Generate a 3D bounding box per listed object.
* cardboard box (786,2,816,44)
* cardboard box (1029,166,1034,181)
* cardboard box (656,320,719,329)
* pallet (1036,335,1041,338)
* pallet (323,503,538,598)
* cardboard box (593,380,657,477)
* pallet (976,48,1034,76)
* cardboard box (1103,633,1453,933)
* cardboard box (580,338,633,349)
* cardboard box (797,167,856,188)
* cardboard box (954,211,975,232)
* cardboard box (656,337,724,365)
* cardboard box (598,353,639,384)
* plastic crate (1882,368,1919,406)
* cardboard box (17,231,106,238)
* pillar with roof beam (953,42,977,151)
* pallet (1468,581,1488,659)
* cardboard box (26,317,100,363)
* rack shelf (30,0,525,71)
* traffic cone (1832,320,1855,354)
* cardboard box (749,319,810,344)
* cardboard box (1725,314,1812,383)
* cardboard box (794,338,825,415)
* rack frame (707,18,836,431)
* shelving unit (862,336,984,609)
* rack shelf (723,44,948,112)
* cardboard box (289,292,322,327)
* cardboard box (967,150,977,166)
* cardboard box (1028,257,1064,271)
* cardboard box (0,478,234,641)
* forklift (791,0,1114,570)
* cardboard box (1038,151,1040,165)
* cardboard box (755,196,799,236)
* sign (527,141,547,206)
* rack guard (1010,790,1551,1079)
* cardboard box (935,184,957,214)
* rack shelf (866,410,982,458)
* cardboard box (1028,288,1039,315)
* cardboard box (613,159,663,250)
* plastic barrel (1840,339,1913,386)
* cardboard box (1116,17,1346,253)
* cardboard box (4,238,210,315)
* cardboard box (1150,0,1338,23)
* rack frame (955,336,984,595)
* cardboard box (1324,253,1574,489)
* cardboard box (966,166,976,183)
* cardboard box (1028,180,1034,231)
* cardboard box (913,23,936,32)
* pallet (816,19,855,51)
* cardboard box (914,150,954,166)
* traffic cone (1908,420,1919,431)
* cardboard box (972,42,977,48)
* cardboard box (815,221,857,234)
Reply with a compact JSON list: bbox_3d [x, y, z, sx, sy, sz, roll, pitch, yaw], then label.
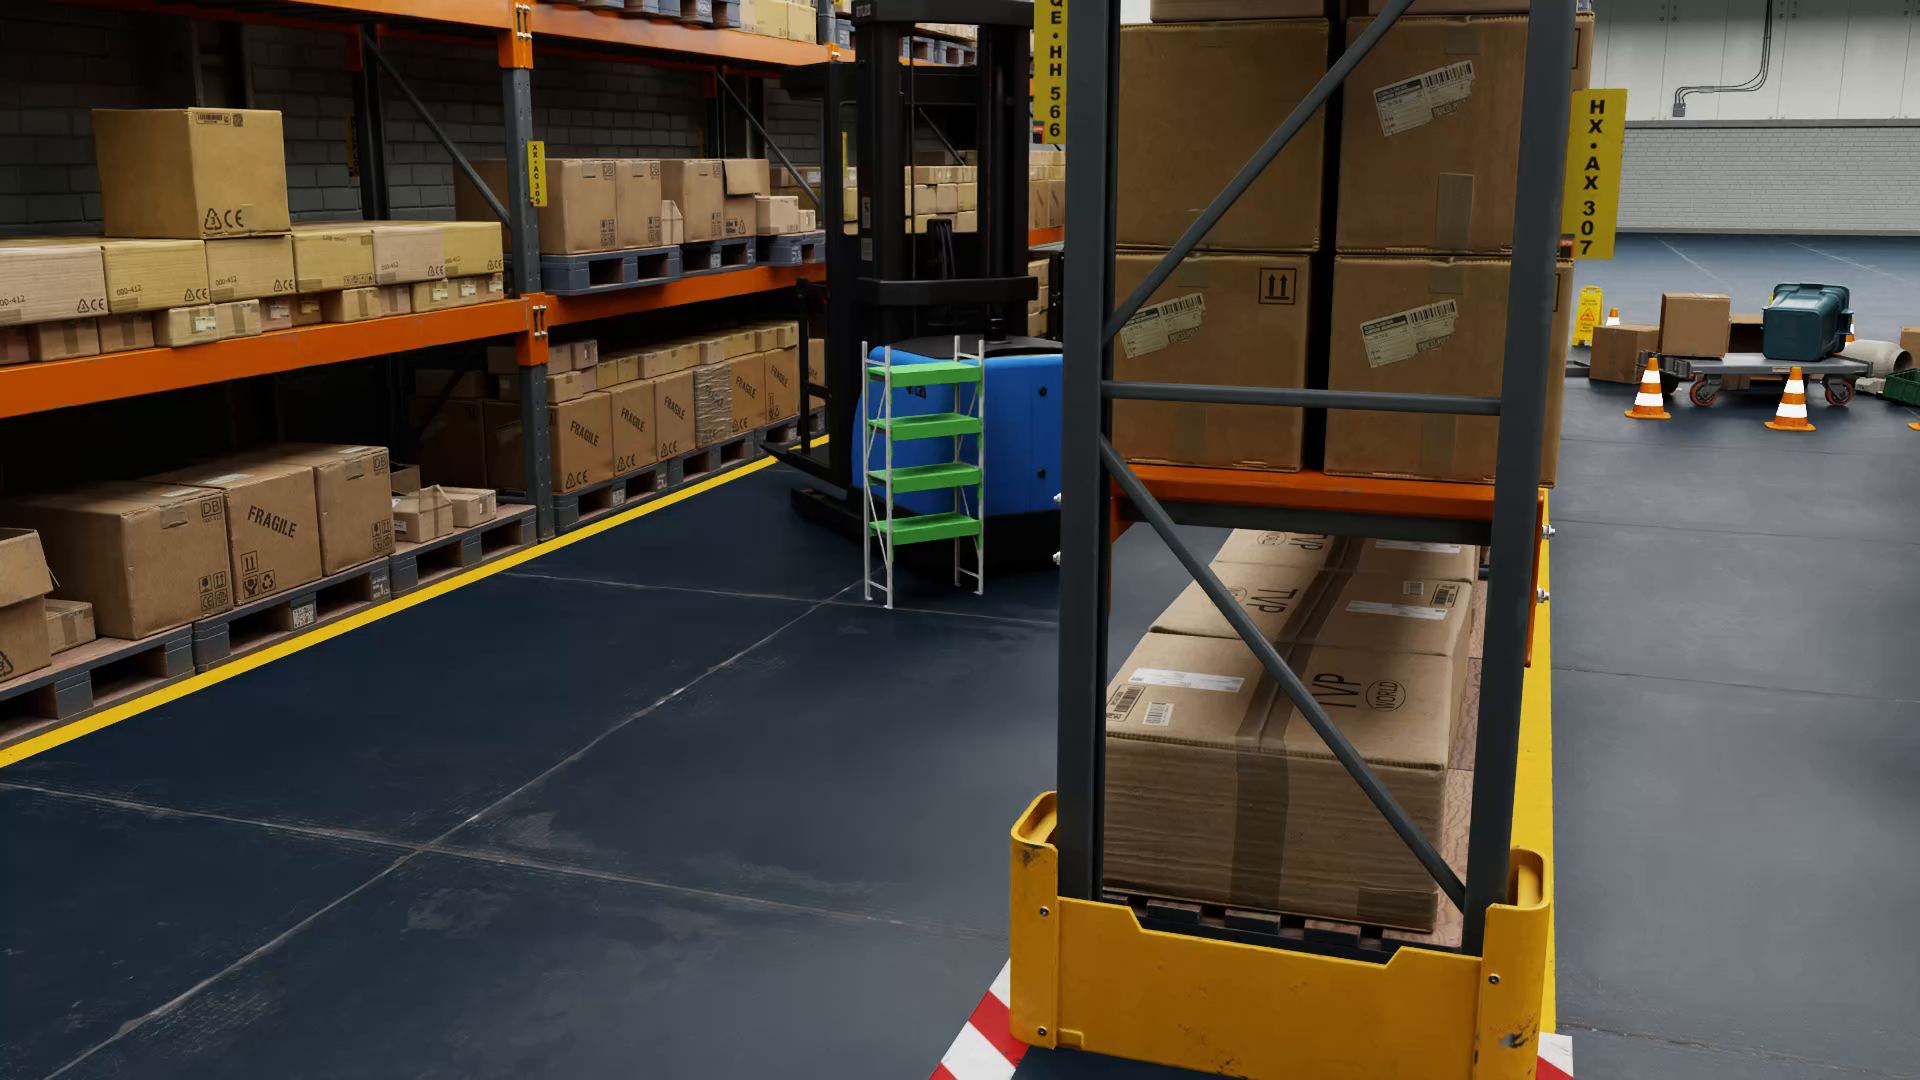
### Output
[{"bbox_3d":[-1.330,-3.600,11.615,0.500,0.250,0.500,4,13,17],"label":"cardboard box"},{"bbox_3d":[0.543,-3.750,16.993,0.380,0.149,0.250,5,14,20],"label":"cardboard box"},{"bbox_3d":[-1.969,-1.497,12.022,0.380,0.149,0.250,5,14,20],"label":"cardboard box"},{"bbox_3d":[0.197,-1.983,17.203,1.003,0.211,1.213,4,14,18],"label":"pallet"},{"bbox_3d":[-2.911,0.010,8.470,1.003,0.211,1.213,4,14,18],"label":"pallet"},{"bbox_3d":[-2.156,-0.678,9.893,0.500,0.500,0.500,4,14,18],"label":"cardboard box"},{"bbox_3d":[0.152,-4.779,16.643,1.003,0.211,1.213,4,14,18],"label":"pallet"},{"bbox_3d":[0.834,0.603,4.419,0.875,0.438,0.875,4,13,16],"label":"cardboard box"},{"bbox_3d":[-2.353,-1.221,10.813,0.380,0.149,0.250,4,13,16],"label":"cardboard box"},{"bbox_3d":[-1.012,-2.747,12.600,0.380,0.149,0.250,5,14,20],"label":"cardboard box"},{"bbox_3d":[-0.173,-2.874,15.176,0.500,0.250,0.500,4,14,18],"label":"cardboard box"},{"bbox_3d":[-1.770,-1.239,10.892,0.380,0.149,0.250,4,13,16],"label":"cardboard box"},{"bbox_3d":[-2.156,-1.030,9.976,0.380,0.149,0.250,4,13,17],"label":"cardboard box"},{"bbox_3d":[8.131,-1.275,14.022,0.662,0.188,0.450,-11,27,-40],"label":"plastic crate"},{"bbox_3d":[-3.583,-1.162,7.007,0.500,0.250,0.500,4,14,18],"label":"cardboard box"},{"bbox_3d":[4.190,-6.554,17.479,9.100,9.000,0.400,4,14,18],"label":"pillar with roof beam"},{"bbox_3d":[1.690,0.377,6.864,1.003,0.211,1.213,4,14,18],"label":"pallet"},{"bbox_3d":[-3.386,-0.742,6.064,0.380,0.149,0.250,5,14,20],"label":"cardboard box"},{"bbox_3d":[-3.335,-2.185,6.694,1.077,0.370,4.000,4,14,18],"label":"rack shelf"},{"bbox_3d":[9.093,-2.083,17.072,0.336,0.463,0.334,4,14,18],"label":"traffic cone"},{"bbox_3d":[-1.314,-1.516,12.106,0.380,0.149,0.250,4,13,16],"label":"cardboard box"},{"bbox_3d":[7.425,-1.763,15.278,0.797,0.637,0.503,4,14,18],"label":"cardboard box"},{"bbox_3d":[-1.327,-1.218,12.256,0.500,0.500,0.500,5,14,20],"label":"cardboard box"},{"bbox_3d":[-1.394,-2.336,12.482,1.000,3.000,0.127,4,14,18],"label":"rack frame"},{"bbox_3d":[-0.167,-0.320,7.691,0.503,1.200,0.258,-8,15,-30],"label":"shelving unit"},{"bbox_3d":[-0.747,-3.869,14.074,1.077,0.370,4.000,4,14,18],"label":"rack shelf"},{"bbox_3d":[-3.033,-1.018,7.271,0.380,0.149,0.250,5,14,19],"label":"cardboard box"},{"bbox_3d":[0.284,-3.734,16.256,0.380,0.149,0.250,5,14,20],"label":"cardboard box"},{"bbox_3d":[0.856,-2.932,18.080,0.500,0.250,0.500,4,13,17],"label":"cardboard box"},{"bbox_3d":[-3.381,0.063,6.645,0.700,0.500,0.500,5,14,21],"label":"cardboard box"},{"bbox_3d":[-0.321,-1.564,9.256,1.130,2.935,3.031,-6,14,-26],"label":"forklift"},{"bbox_3d":[0.626,-4.011,17.470,0.380,0.149,0.250,4,14,18],"label":"cardboard box"},{"bbox_3d":[-1.429,-2.222,11.377,0.500,0.250,0.500,4,13,16],"label":"cardboard box"},{"bbox_3d":[-2.172,-1.879,8.532,0.100,0.325,0.005,4,14,18],"label":"sign"},{"bbox_3d":[0.708,0.929,3.796,1.175,0.500,0.348,4,14,18],"label":"rack guard"},{"bbox_3d":[-0.347,-3.011,14.653,0.500,0.250,0.500,5,14,20],"label":"cardboard box"},{"bbox_3d":[-0.167,-0.491,7.652,0.480,0.148,0.258,-8,15,-30],"label":"rack shelf"},{"bbox_3d":[0.510,-2.472,17.190,0.500,0.250,0.500,4,14,18],"label":"cardboard box"},{"bbox_3d":[-2.152,-1.942,9.588,0.700,0.500,0.500,5,14,19],"label":"cardboard box"},{"bbox_3d":[8.230,-1.580,14.959,0.421,0.421,0.512,-8,15,-30],"label":"plastic barrel"},{"bbox_3d":[0.646,-0.950,3.938,0.500,0.500,0.500,5,14,20],"label":"cardboard box"},{"bbox_3d":[-3.257,-1.013,6.353,0.500,0.250,0.500,4,13,17],"label":"cardboard box"},{"bbox_3d":[0.642,-1.238,3.740,0.380,0.149,0.250,5,14,19],"label":"cardboard box"},{"bbox_3d":[0.042,-0.348,7.814,0.015,1.200,0.240,-8,15,-30],"label":"rack frame"},{"bbox_3d":[1.142,-0.424,3.881,0.500,0.500,0.500,4,14,18],"label":"cardboard box"},{"bbox_3d":[-0.067,-3.400,15.460,0.380,0.149,0.250,4,13,18],"label":"cardboard box"},{"bbox_3d":[0.444,-3.413,16.974,0.500,0.500,0.500,5,14,19],"label":"cardboard box"},{"bbox_3d":[-0.418,-4.356,13.987,0.380,0.149,0.250,4,14,18],"label":"cardboard box"},{"bbox_3d":[-1.259,-3.856,12.824,1.213,0.211,1.003,5,14,21],"label":"pallet"},{"bbox_3d":[-0.282,-3.777,16.446,0.380,0.149,0.250,4,14,19],"label":"cardboard box"},{"bbox_3d":[7.452,-1.076,12.663,0.336,0.463,0.334,4,14,18],"label":"traffic cone"},{"bbox_3d":[0.333,-4.844,16.127,0.380,0.149,0.250,5,14,20],"label":"cardboard box"},{"bbox_3d":[-1.019,-2.339,12.831,0.500,0.250,0.500,4,14,19],"label":"cardboard box"}]
